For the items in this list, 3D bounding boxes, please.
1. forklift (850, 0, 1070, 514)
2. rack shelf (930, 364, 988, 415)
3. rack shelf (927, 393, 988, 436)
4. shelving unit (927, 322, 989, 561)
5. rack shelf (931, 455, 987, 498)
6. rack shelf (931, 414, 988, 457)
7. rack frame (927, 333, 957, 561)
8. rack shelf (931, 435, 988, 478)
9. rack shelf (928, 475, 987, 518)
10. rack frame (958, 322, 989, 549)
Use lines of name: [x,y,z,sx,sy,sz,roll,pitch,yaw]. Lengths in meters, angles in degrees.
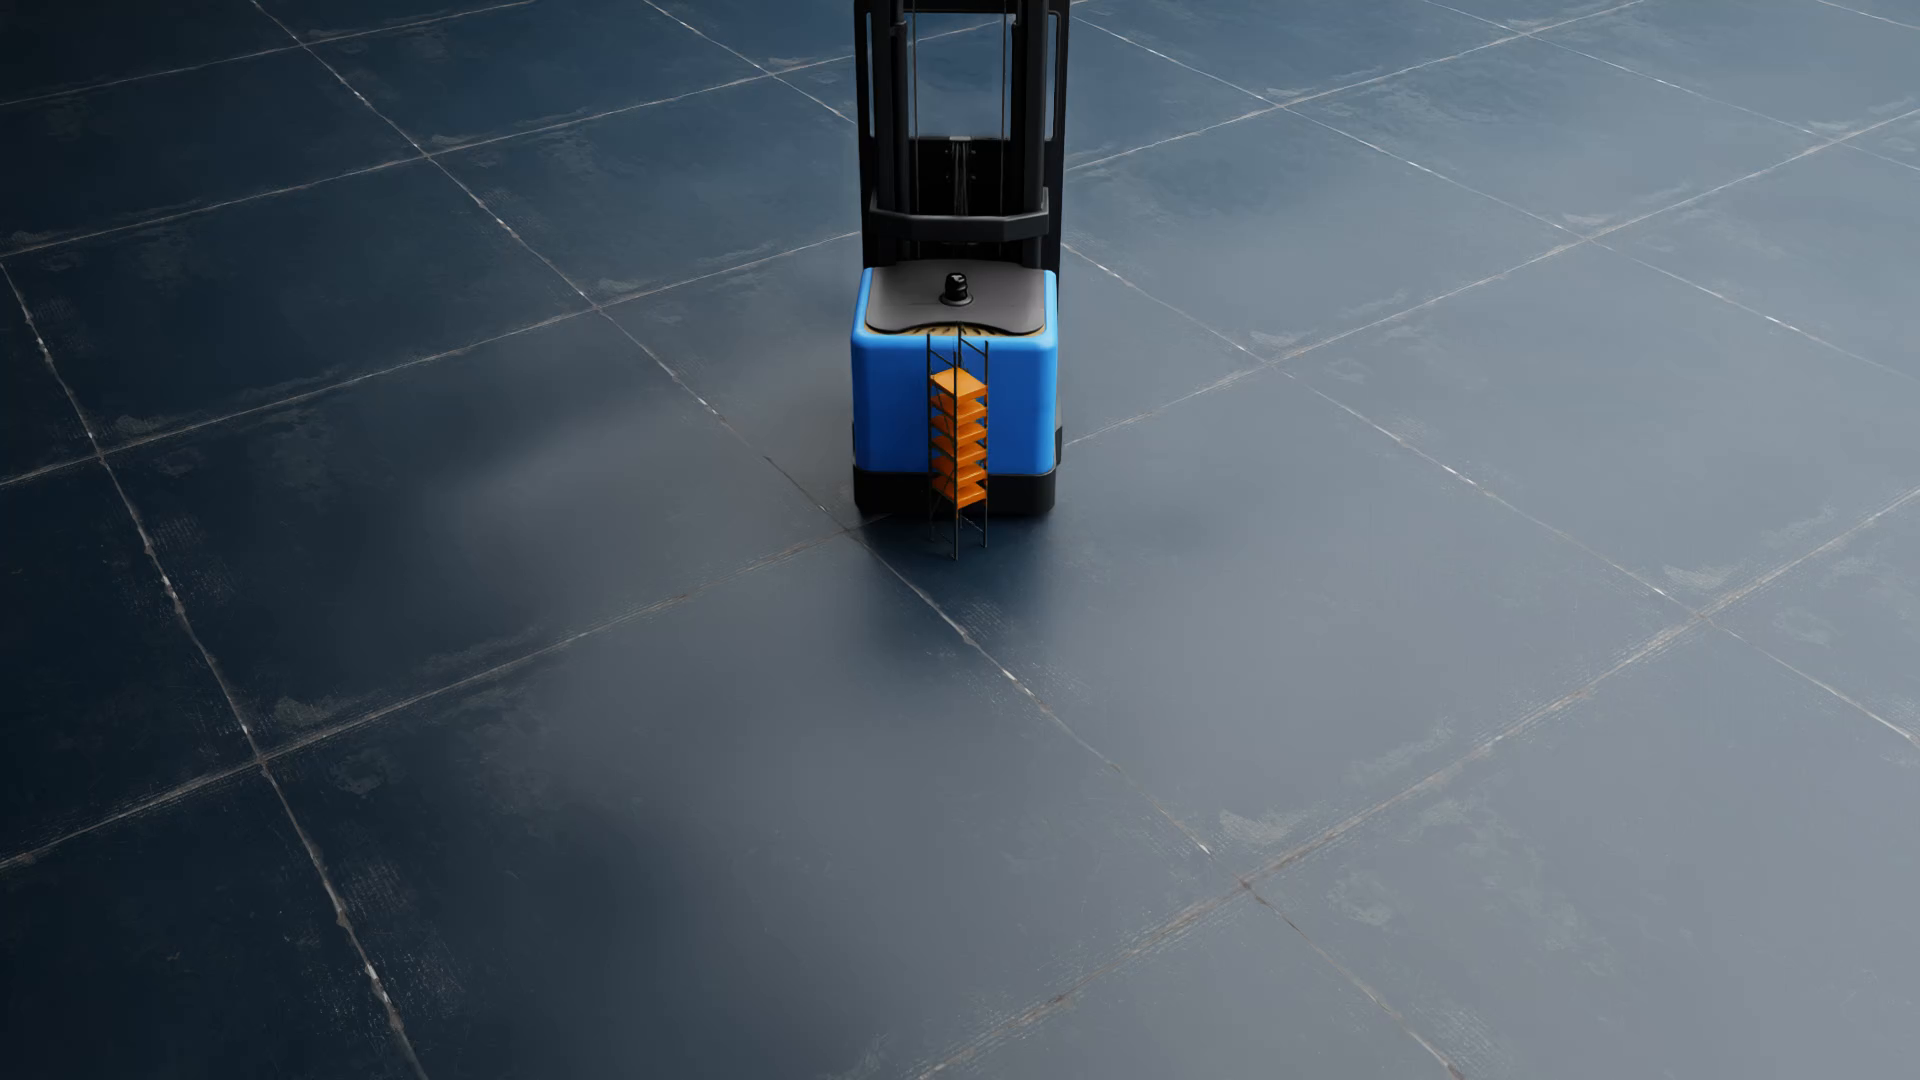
forklift: [0.017,-2.157,9.052,1.130,2.935,3.031,1,36,2]
rack shelf: [-0.012,-0.725,8.003,0.180,0.103,0.258,-23,42,-28]
rack shelf: [-0.012,-0.628,8.073,0.180,0.103,0.258,-23,42,-28]
shelving unit: [-0.012,-0.469,8.188,0.189,1.200,0.258,-23,42,-28]
rack shelf: [-0.012,-0.335,8.284,0.180,0.103,0.258,-23,42,-28]
rack shelf: [-0.012,-0.530,8.144,0.180,0.103,0.258,-23,42,-28]
rack frame: [-0.086,-0.438,8.144,0.006,1.200,0.240,-23,42,-28]
rack shelf: [-0.012,-0.433,8.214,0.180,0.103,0.258,-23,42,-28]
rack shelf: [-0.012,-0.238,8.354,0.180,0.103,0.258,-23,42,-28]
rack frame: [0.063,-0.500,8.231,0.006,1.200,0.240,-23,42,-28]
